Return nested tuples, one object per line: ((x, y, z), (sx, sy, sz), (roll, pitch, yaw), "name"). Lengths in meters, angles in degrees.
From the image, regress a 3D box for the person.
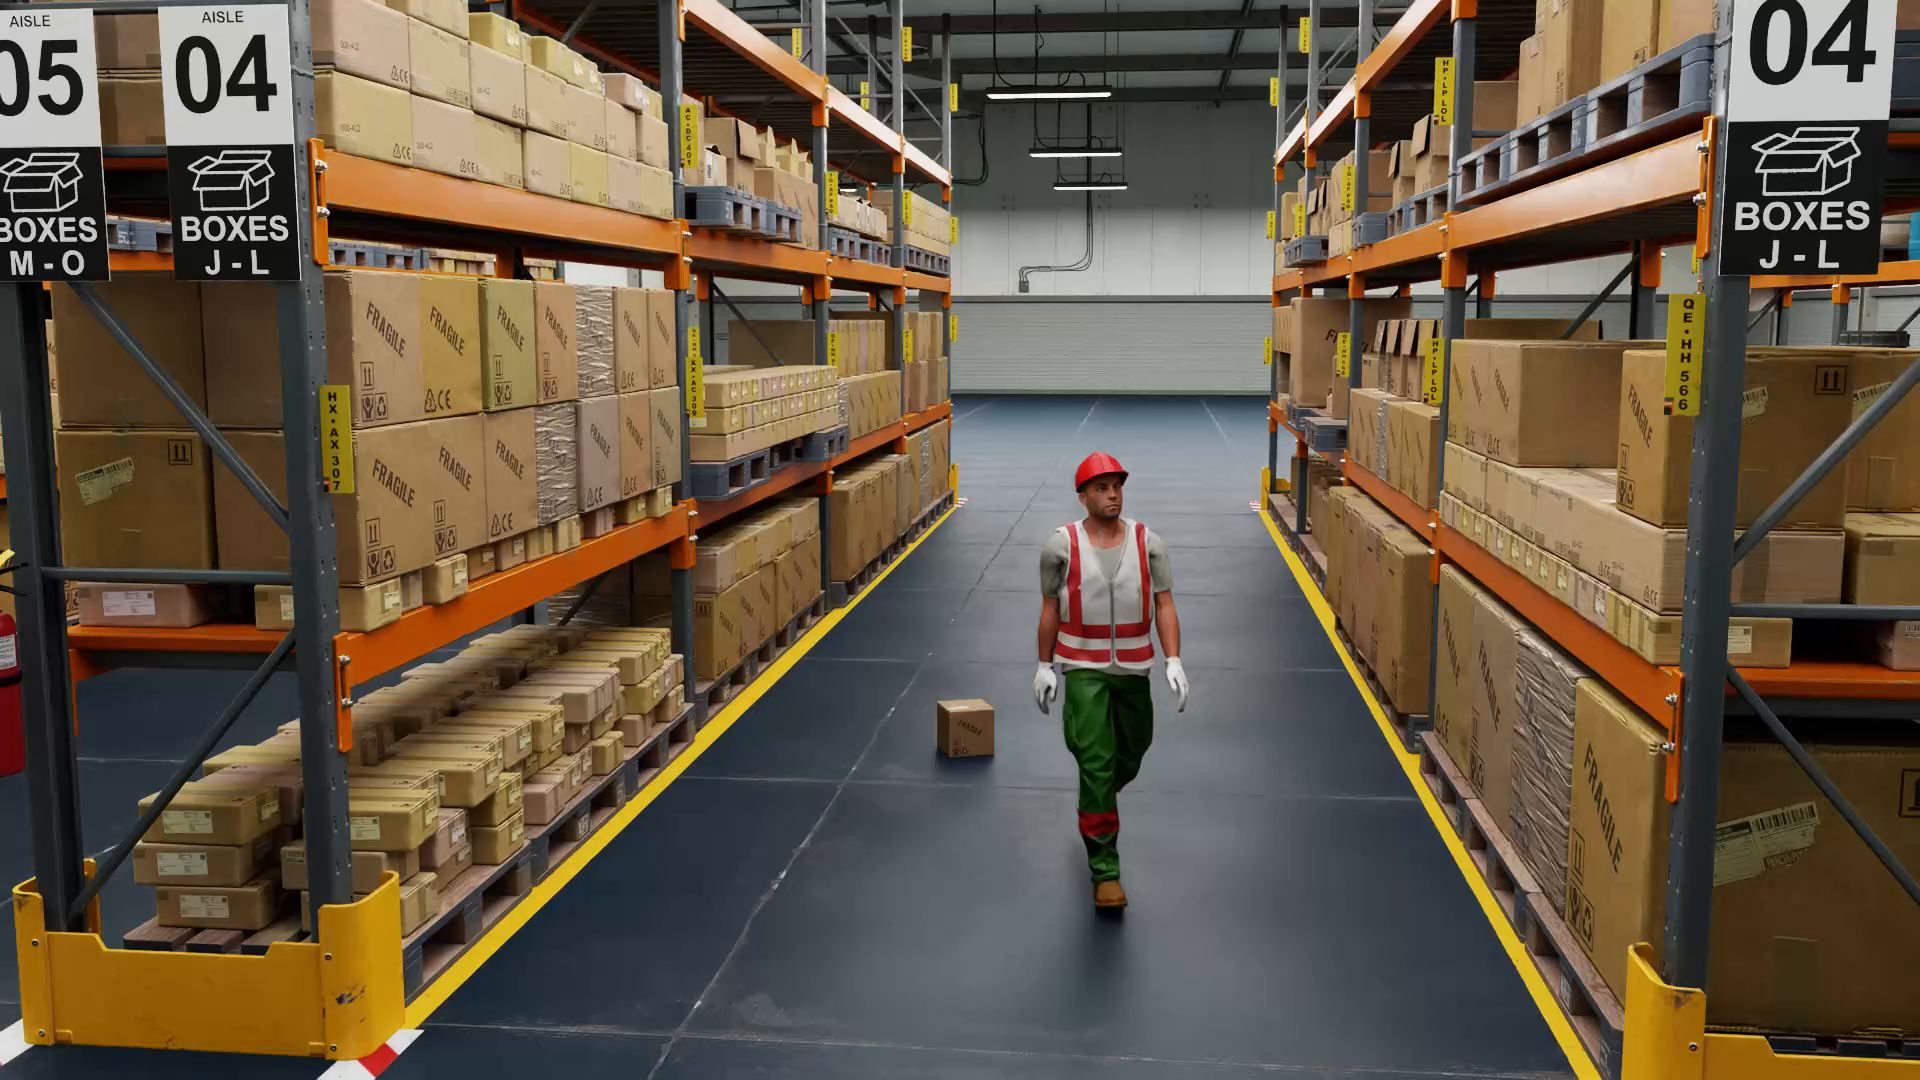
((0.609, 0.522, 6.726), (0.586, 1.756, 0.949), (-1, 8, -10), "person")
